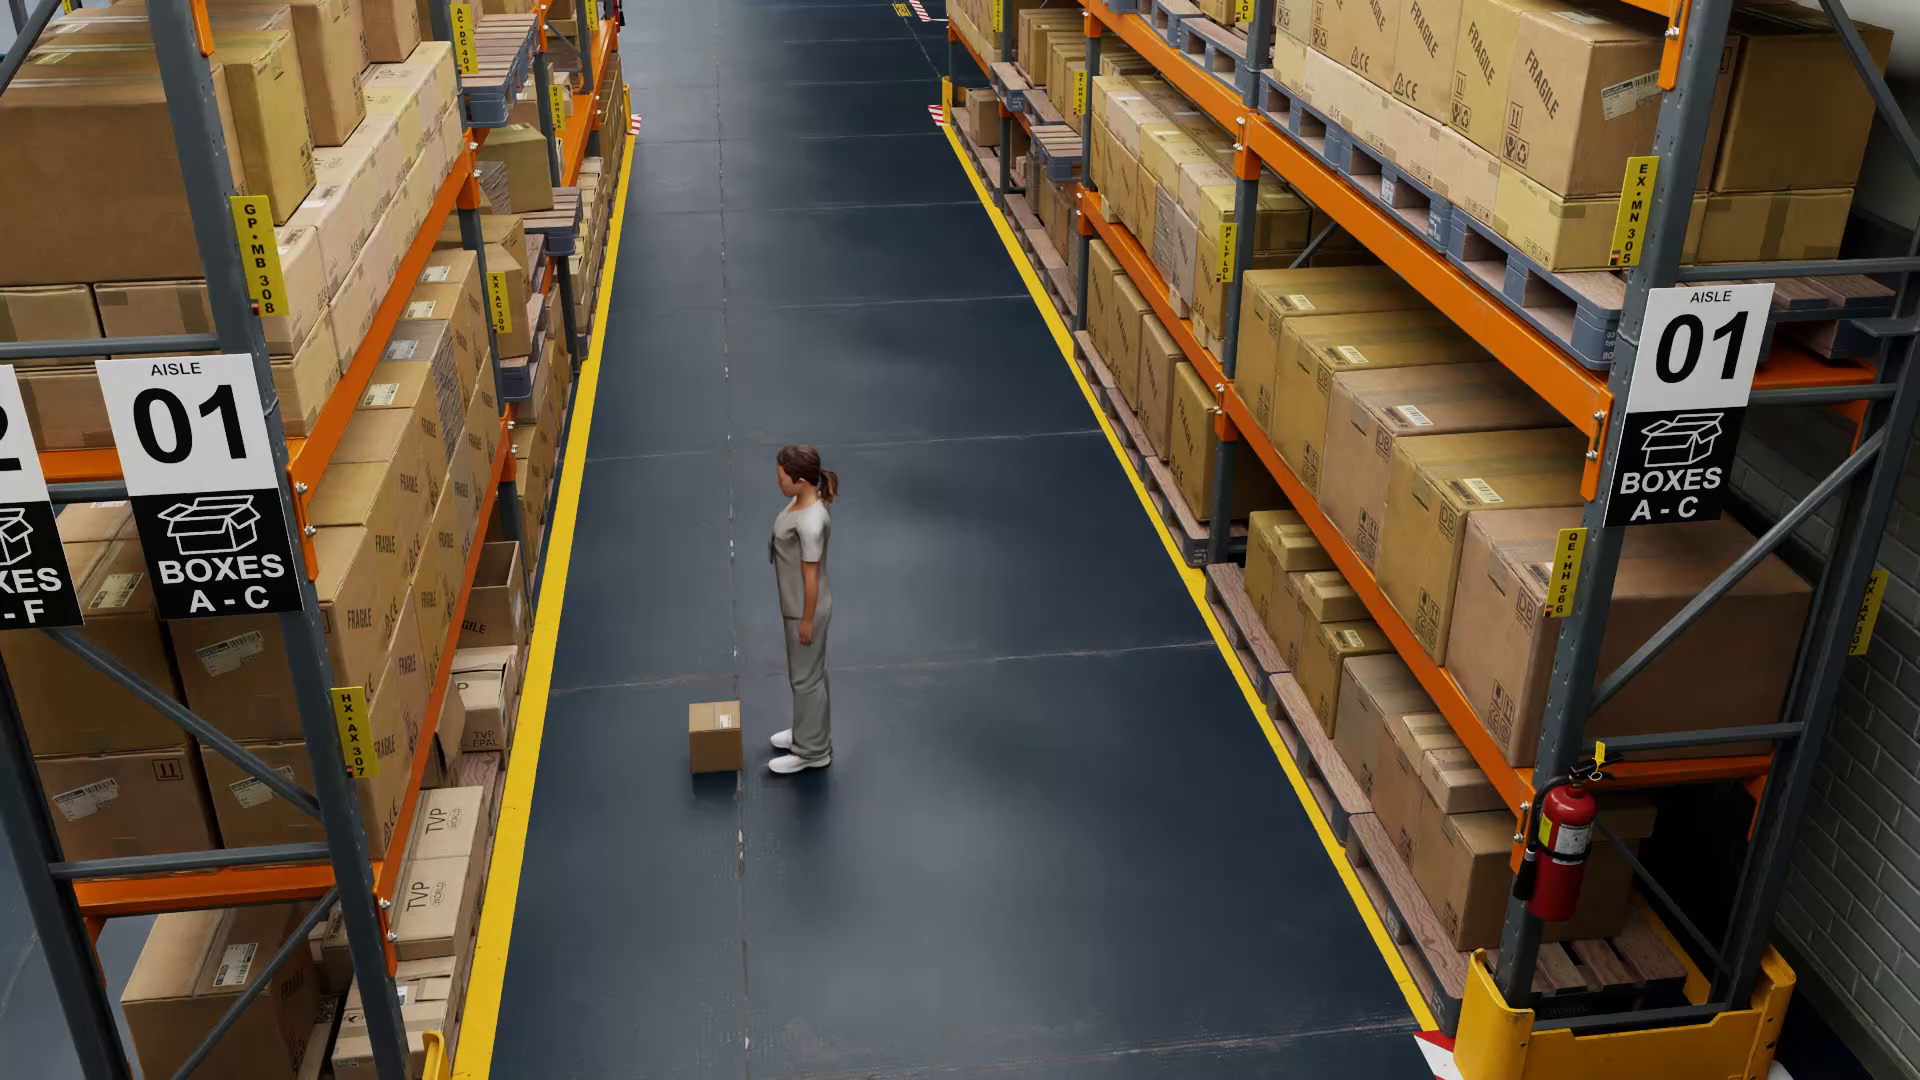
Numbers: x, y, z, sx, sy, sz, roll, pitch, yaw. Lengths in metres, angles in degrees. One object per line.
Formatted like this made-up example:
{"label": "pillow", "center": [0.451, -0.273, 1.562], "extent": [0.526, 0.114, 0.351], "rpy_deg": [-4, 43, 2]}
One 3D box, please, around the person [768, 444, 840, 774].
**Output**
{"label": "person", "center": [-0.767, 0.324, 7.997], "extent": [0.400, 1.661, 0.442], "rpy_deg": [-3, 27, -6]}
